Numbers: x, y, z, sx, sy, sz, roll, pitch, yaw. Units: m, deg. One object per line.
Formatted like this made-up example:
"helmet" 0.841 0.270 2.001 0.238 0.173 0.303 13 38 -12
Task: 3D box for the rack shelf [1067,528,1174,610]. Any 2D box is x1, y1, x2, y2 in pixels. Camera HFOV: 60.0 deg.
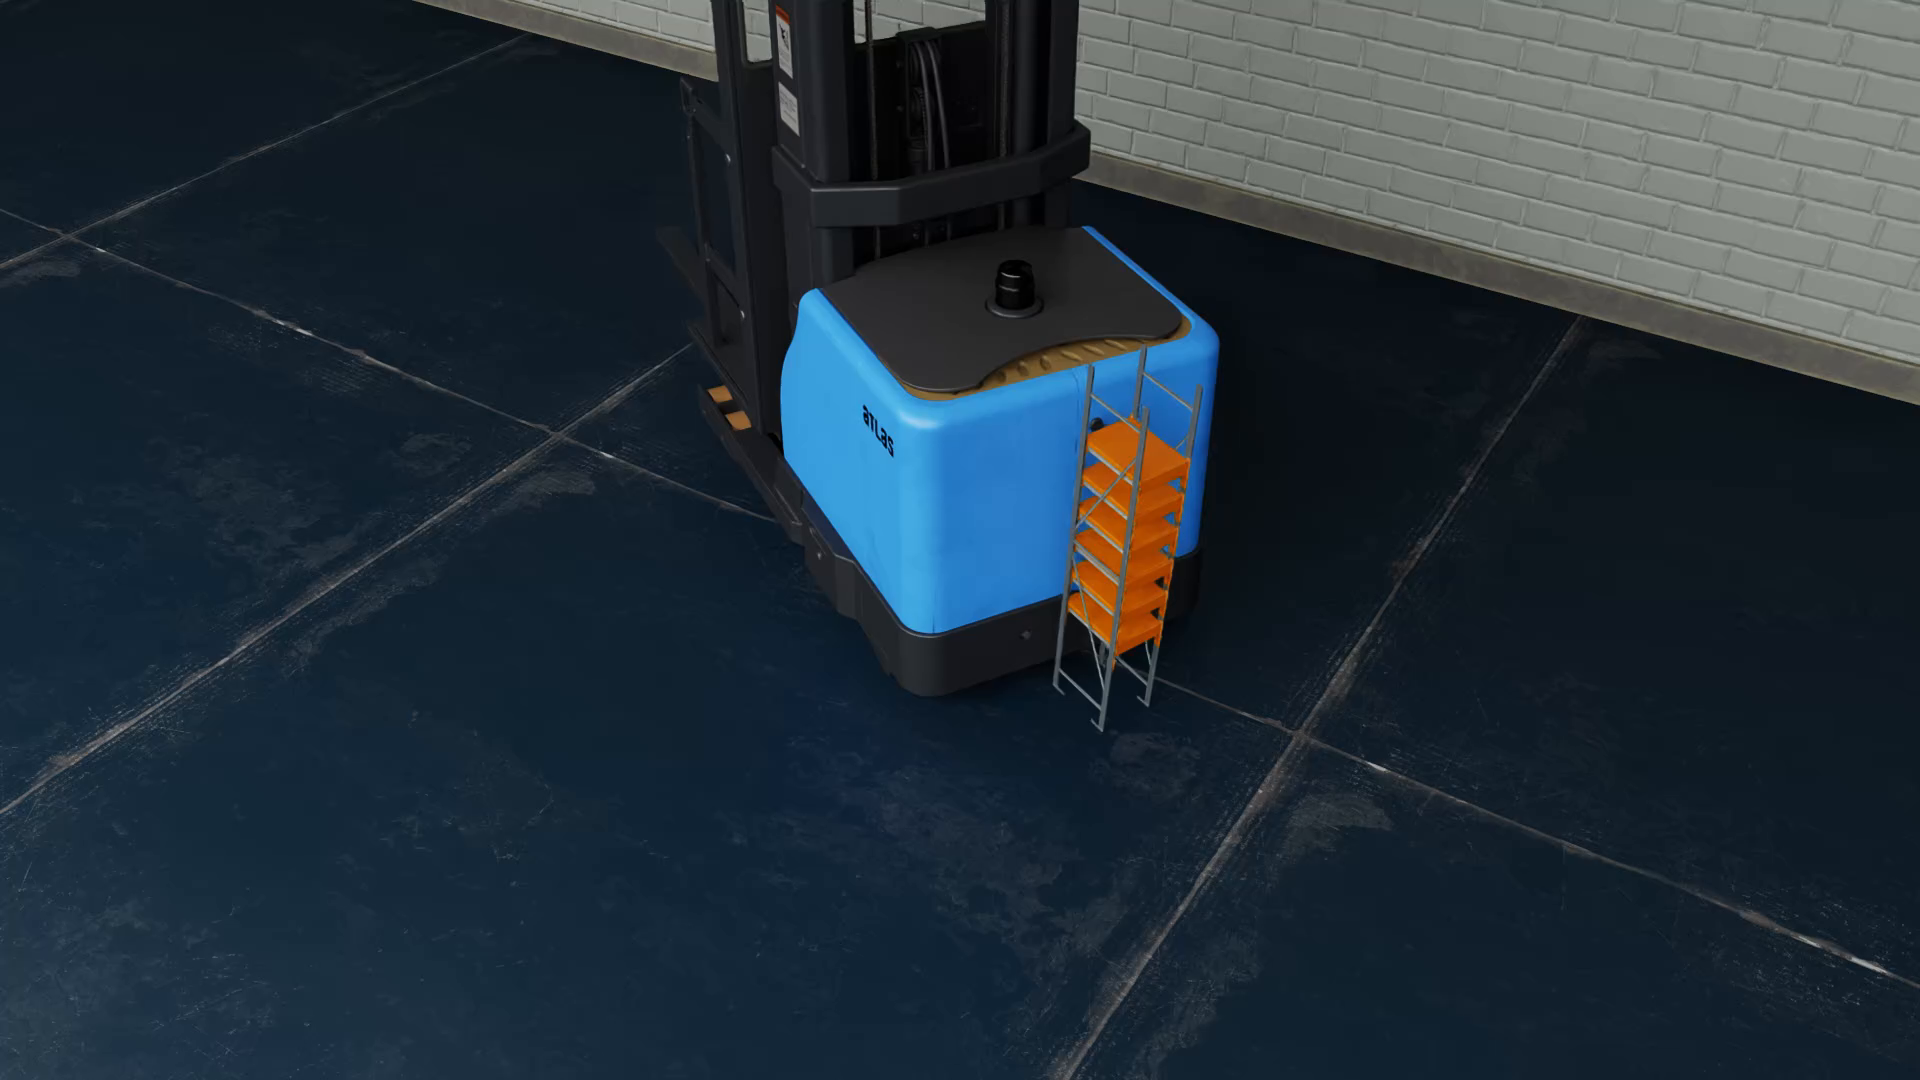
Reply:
"rack shelf" 0.456 0.059 4.748 0.180 0.103 0.258 -24 48 -28

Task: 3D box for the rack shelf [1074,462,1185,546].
"rack shelf" 0.466 -0.122 4.592 0.180 0.103 0.258 -24 48 -28

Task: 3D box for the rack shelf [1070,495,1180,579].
"rack shelf" 0.461 -0.031 4.670 0.180 0.103 0.258 -24 48 -28

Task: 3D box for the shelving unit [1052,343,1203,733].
"shelving unit" 0.458 0.026 4.719 0.189 1.200 0.258 -24 48 -28

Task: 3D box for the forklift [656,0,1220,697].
"forklift" -0.333 -1.579 5.397 1.130 2.935 3.031 -17 41 -20

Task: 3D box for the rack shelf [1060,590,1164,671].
"rack shelf" 0.446 0.241 4.905 0.180 0.103 0.258 -24 48 -28

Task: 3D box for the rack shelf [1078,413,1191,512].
"rack shelf" 0.471 -0.213 4.513 0.180 0.103 0.258 -24 48 -28

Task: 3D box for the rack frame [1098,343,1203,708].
"rack frame" 0.532 -0.007 4.762 0.006 1.200 0.240 -24 48 -28

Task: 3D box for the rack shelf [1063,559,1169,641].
"rack shelf" 0.451 0.150 4.827 0.180 0.103 0.258 -24 48 -28

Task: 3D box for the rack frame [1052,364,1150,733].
"rack frame" 0.384 0.059 4.676 0.006 1.200 0.240 -24 48 -28
